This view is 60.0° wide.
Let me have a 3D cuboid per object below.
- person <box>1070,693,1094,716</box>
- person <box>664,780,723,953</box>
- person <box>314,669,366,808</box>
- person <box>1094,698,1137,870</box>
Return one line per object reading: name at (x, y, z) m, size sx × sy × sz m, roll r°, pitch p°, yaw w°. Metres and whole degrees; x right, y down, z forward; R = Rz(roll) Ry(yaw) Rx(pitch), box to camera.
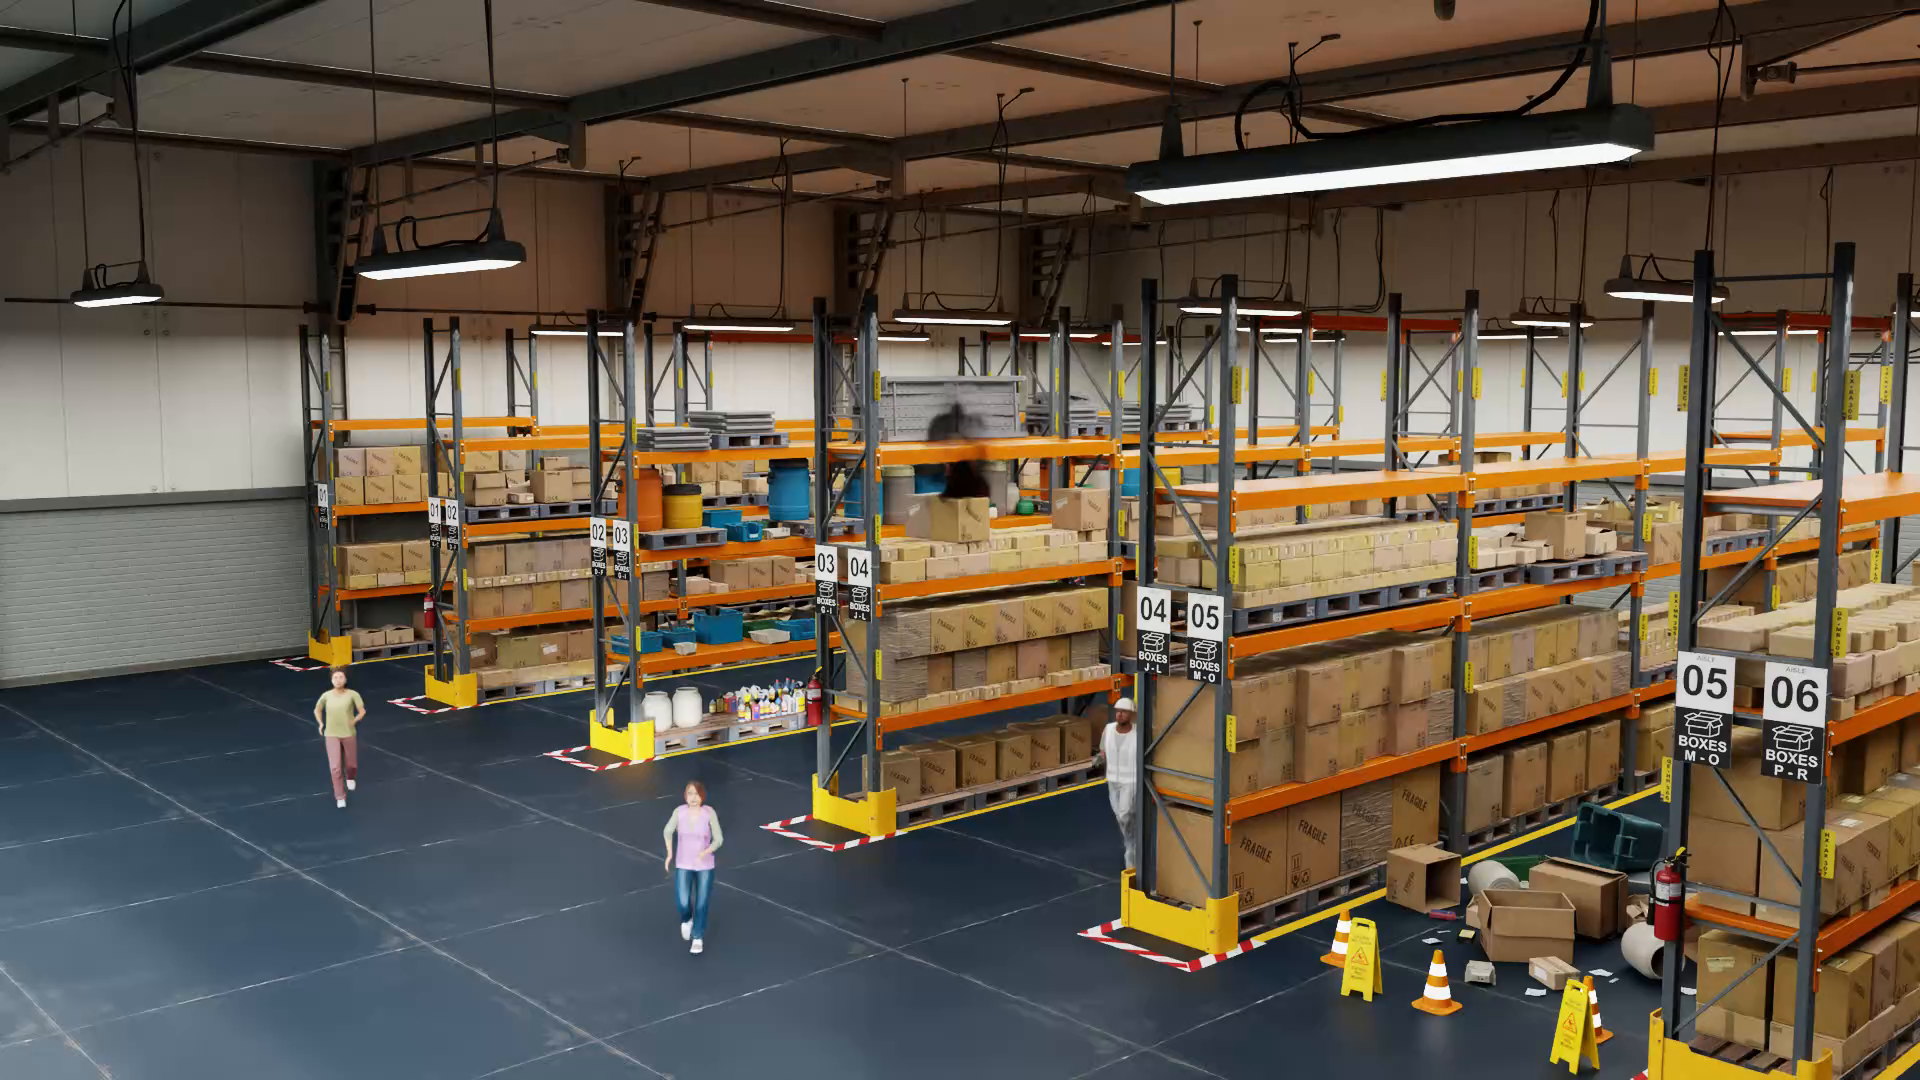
person at (1.765, 1.857, 24.482) m, size 0.579 × 1.657 × 0.923 m, roll 4°, pitch 7°, yaw 35°
person at (-2.361, 2.907, 14.703) m, size 0.535 × 1.558 × 0.533 m, roll -1°, pitch 6°, yaw -5°
person at (-7.426, 2.343, 19.926) m, size 0.586 × 1.628 × 0.753 m, roll -2°, pitch 6°, yaw -17°
person at (1.711, 2.541, 17.330) m, size 0.653 × 1.802 × 0.720 m, roll 4°, pitch 7°, yaw 38°
